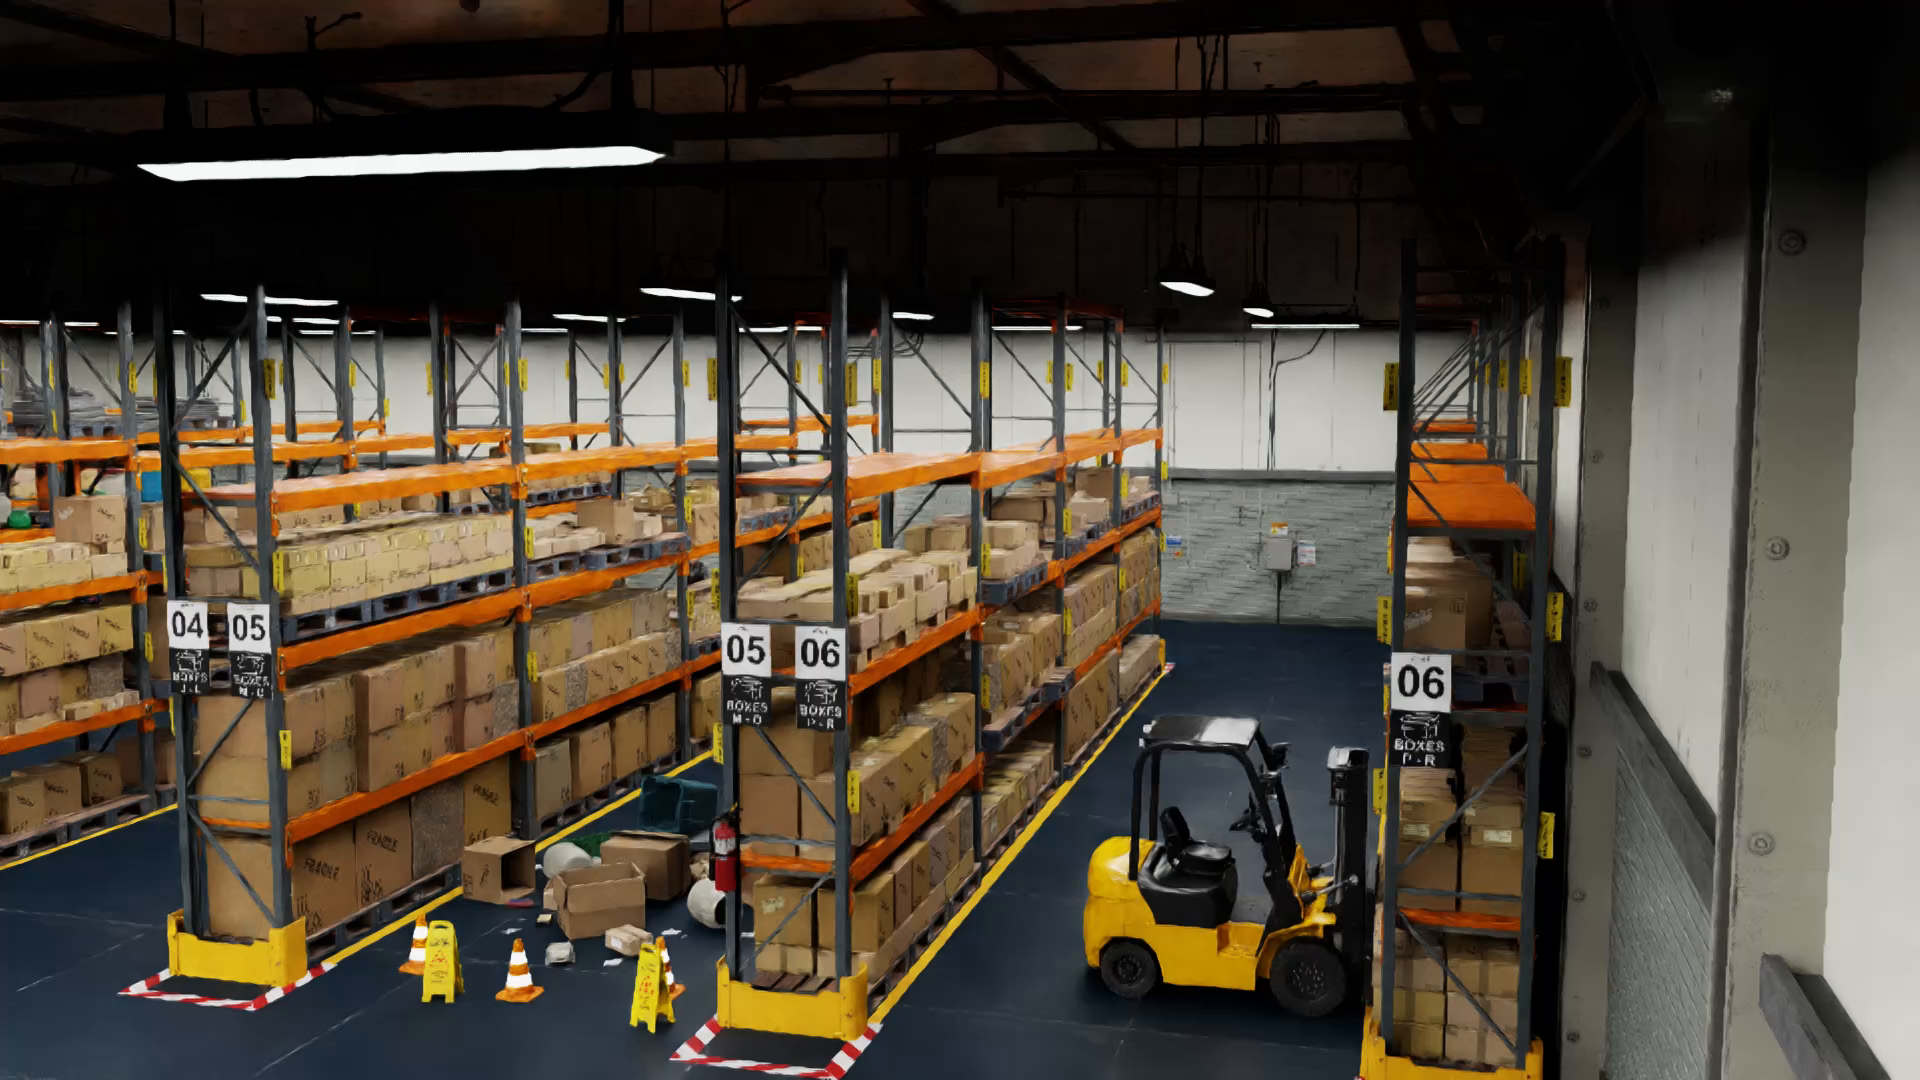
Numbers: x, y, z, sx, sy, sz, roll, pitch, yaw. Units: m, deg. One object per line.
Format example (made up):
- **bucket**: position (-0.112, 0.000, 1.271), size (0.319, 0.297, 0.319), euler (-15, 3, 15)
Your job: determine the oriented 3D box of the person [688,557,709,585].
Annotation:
- **person**: position (-4.933, 1.033, 31.239), size (0.553, 1.673, 1.030), euler (2, 6, 14)
